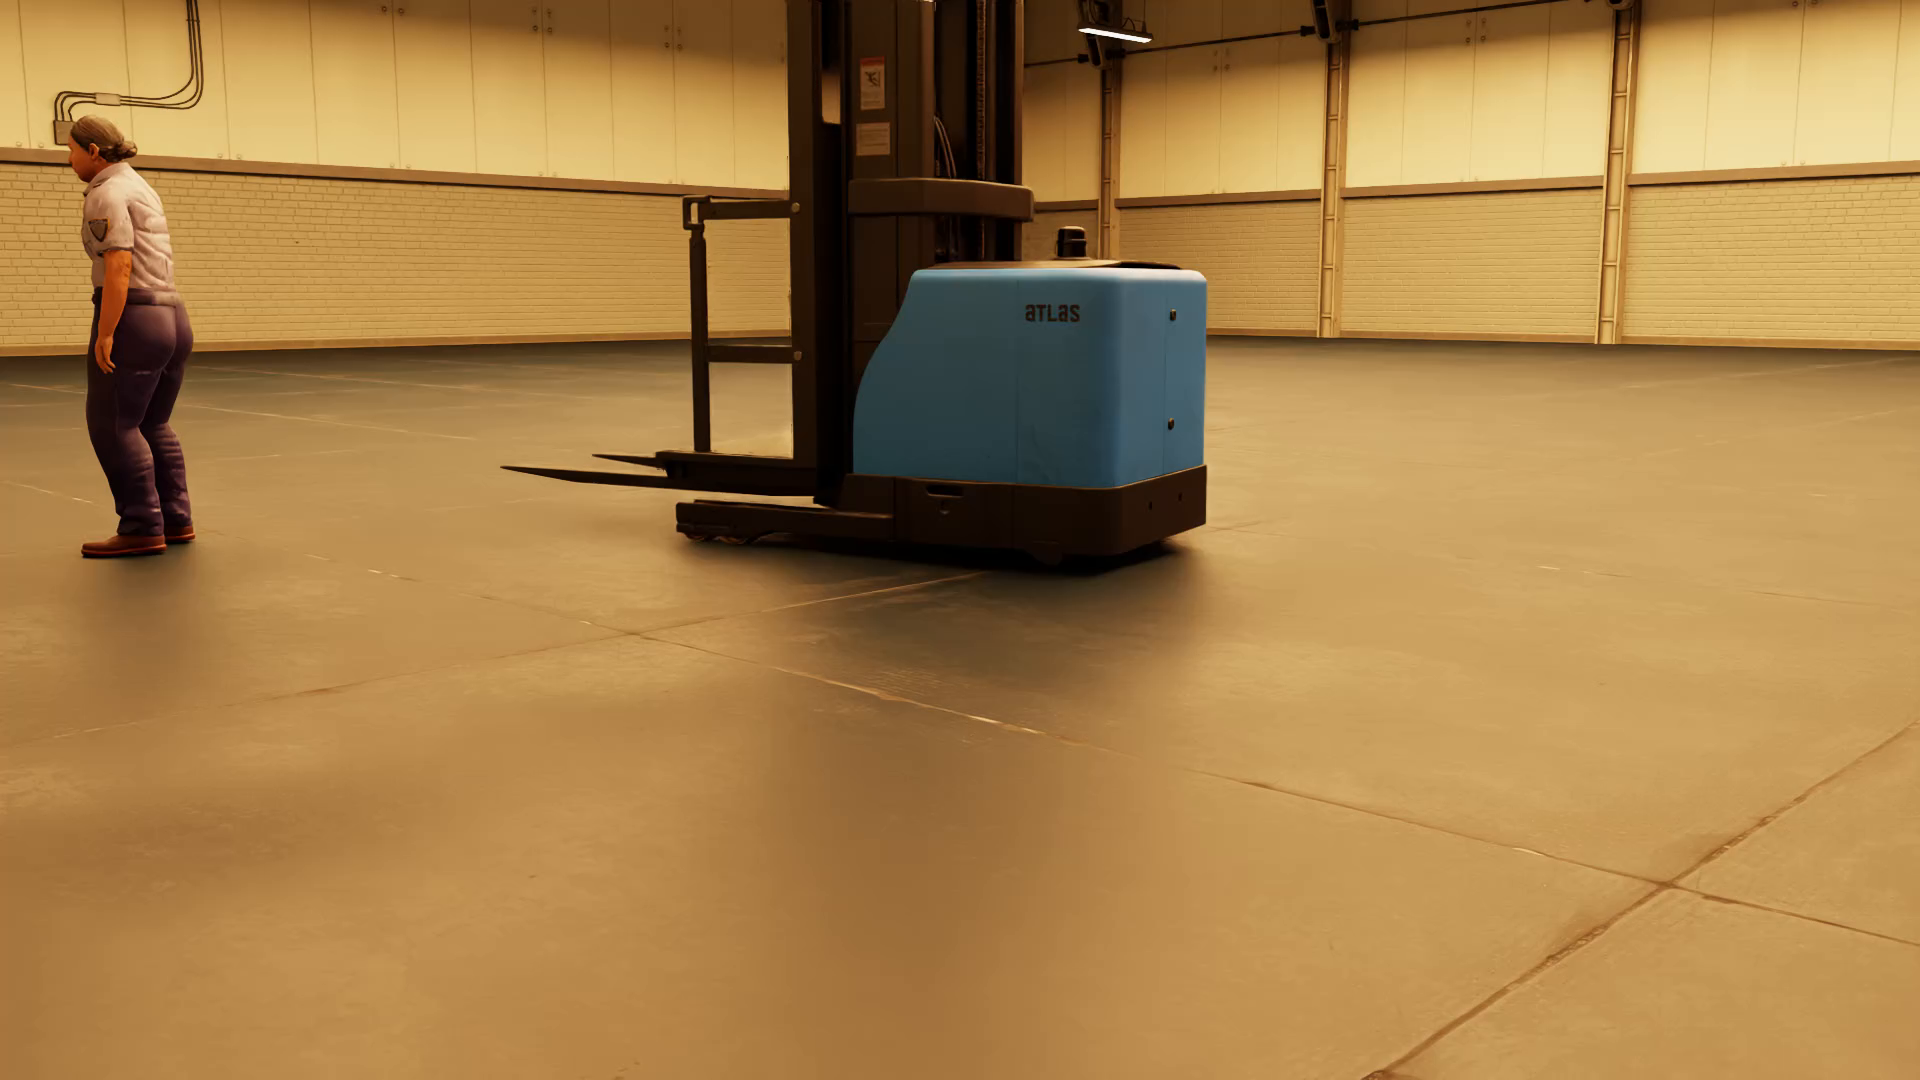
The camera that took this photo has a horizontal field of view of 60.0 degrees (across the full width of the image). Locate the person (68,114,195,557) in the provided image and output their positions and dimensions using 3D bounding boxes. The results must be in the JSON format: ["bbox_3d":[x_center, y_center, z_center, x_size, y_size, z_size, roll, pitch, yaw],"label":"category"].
[{"bbox_3d":[-3.167,-0.781,6.370,0.373,1.650,0.548,-1,9,-5],"label":"person"}]

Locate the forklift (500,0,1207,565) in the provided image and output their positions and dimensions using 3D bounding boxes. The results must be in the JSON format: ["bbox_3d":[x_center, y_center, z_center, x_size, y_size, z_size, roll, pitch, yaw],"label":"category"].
[{"bbox_3d":[-0.559,-1.491,6.778,3.031,2.935,1.130,5,10,28],"label":"forklift"}]
